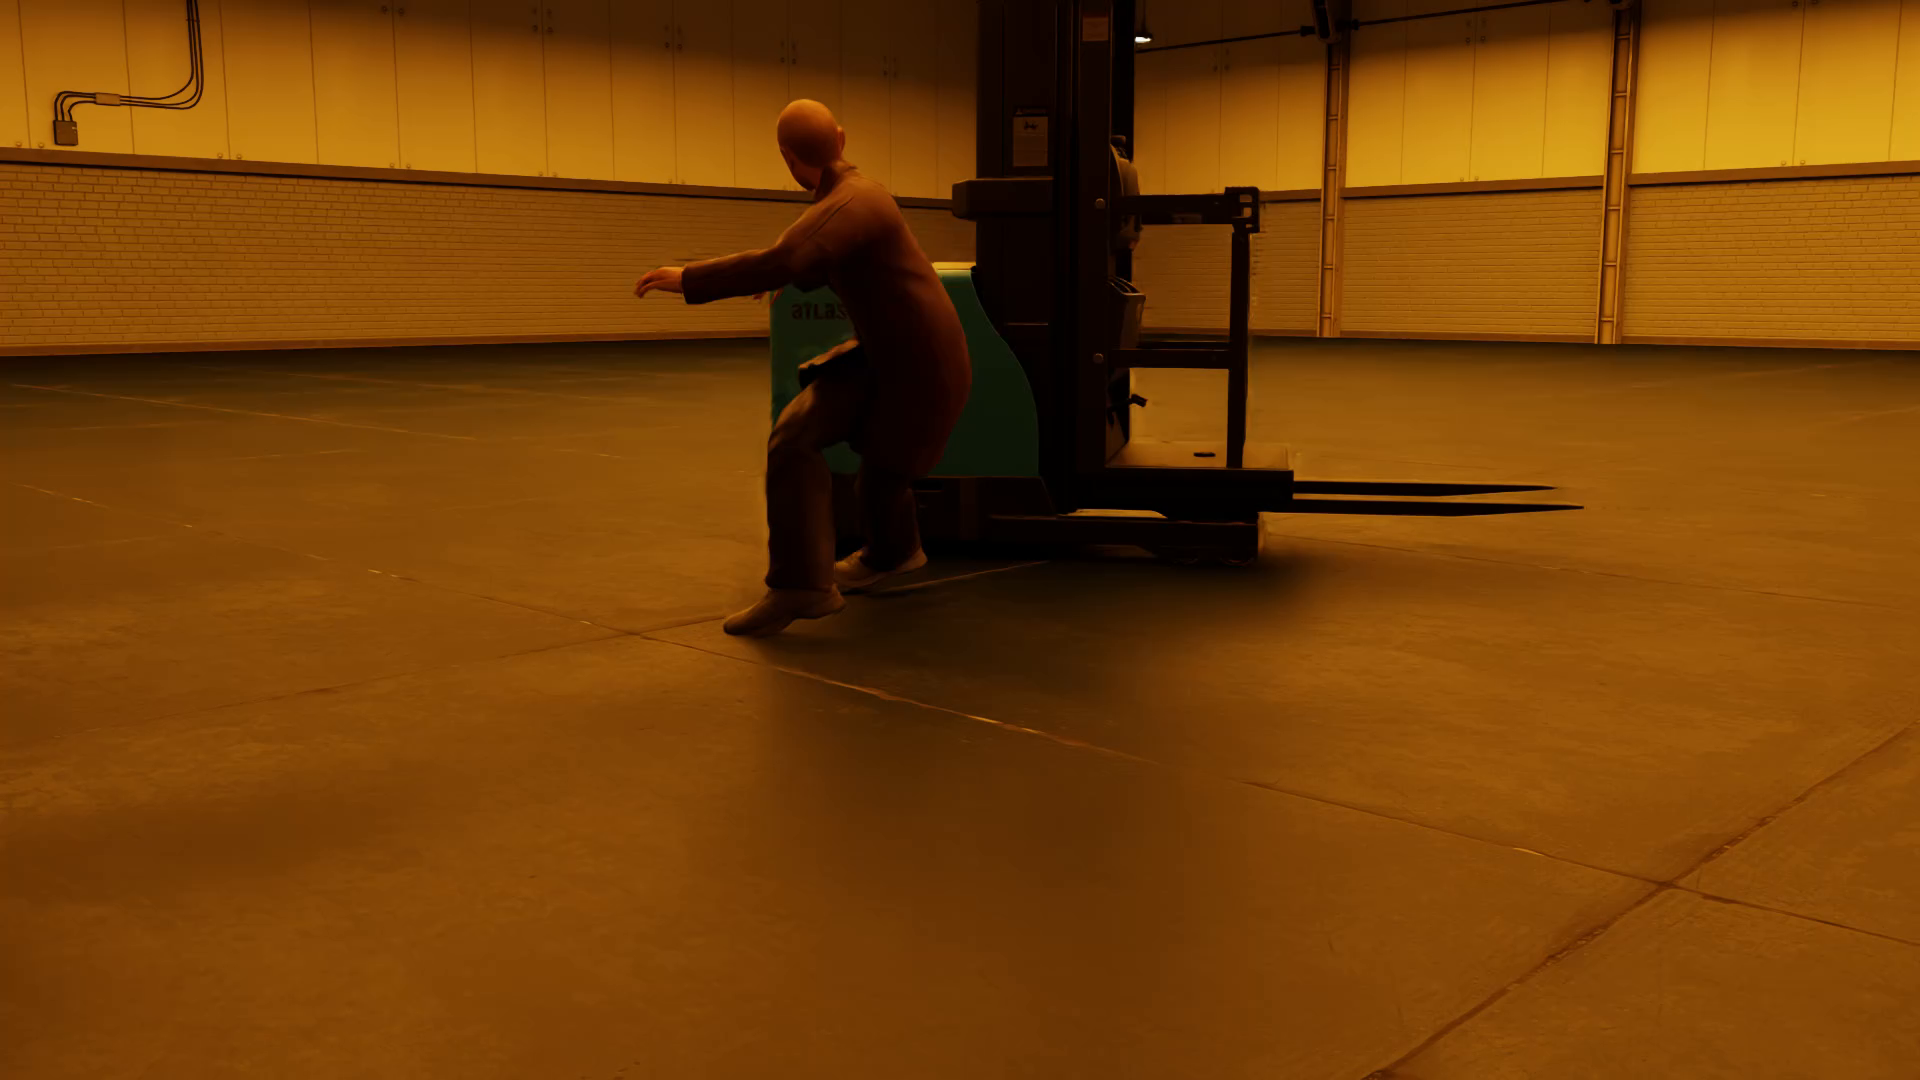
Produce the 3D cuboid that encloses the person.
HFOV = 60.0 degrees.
[{"bbox_3d":[-0.474,-0.505,4.988,1.096,1.548,1.020,-4,10,-26],"label":"person"}]

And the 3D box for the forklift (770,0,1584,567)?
[{"bbox_3d":[0.828,-1.438,6.423,3.031,2.935,1.130,2,9,10],"label":"forklift"}]
